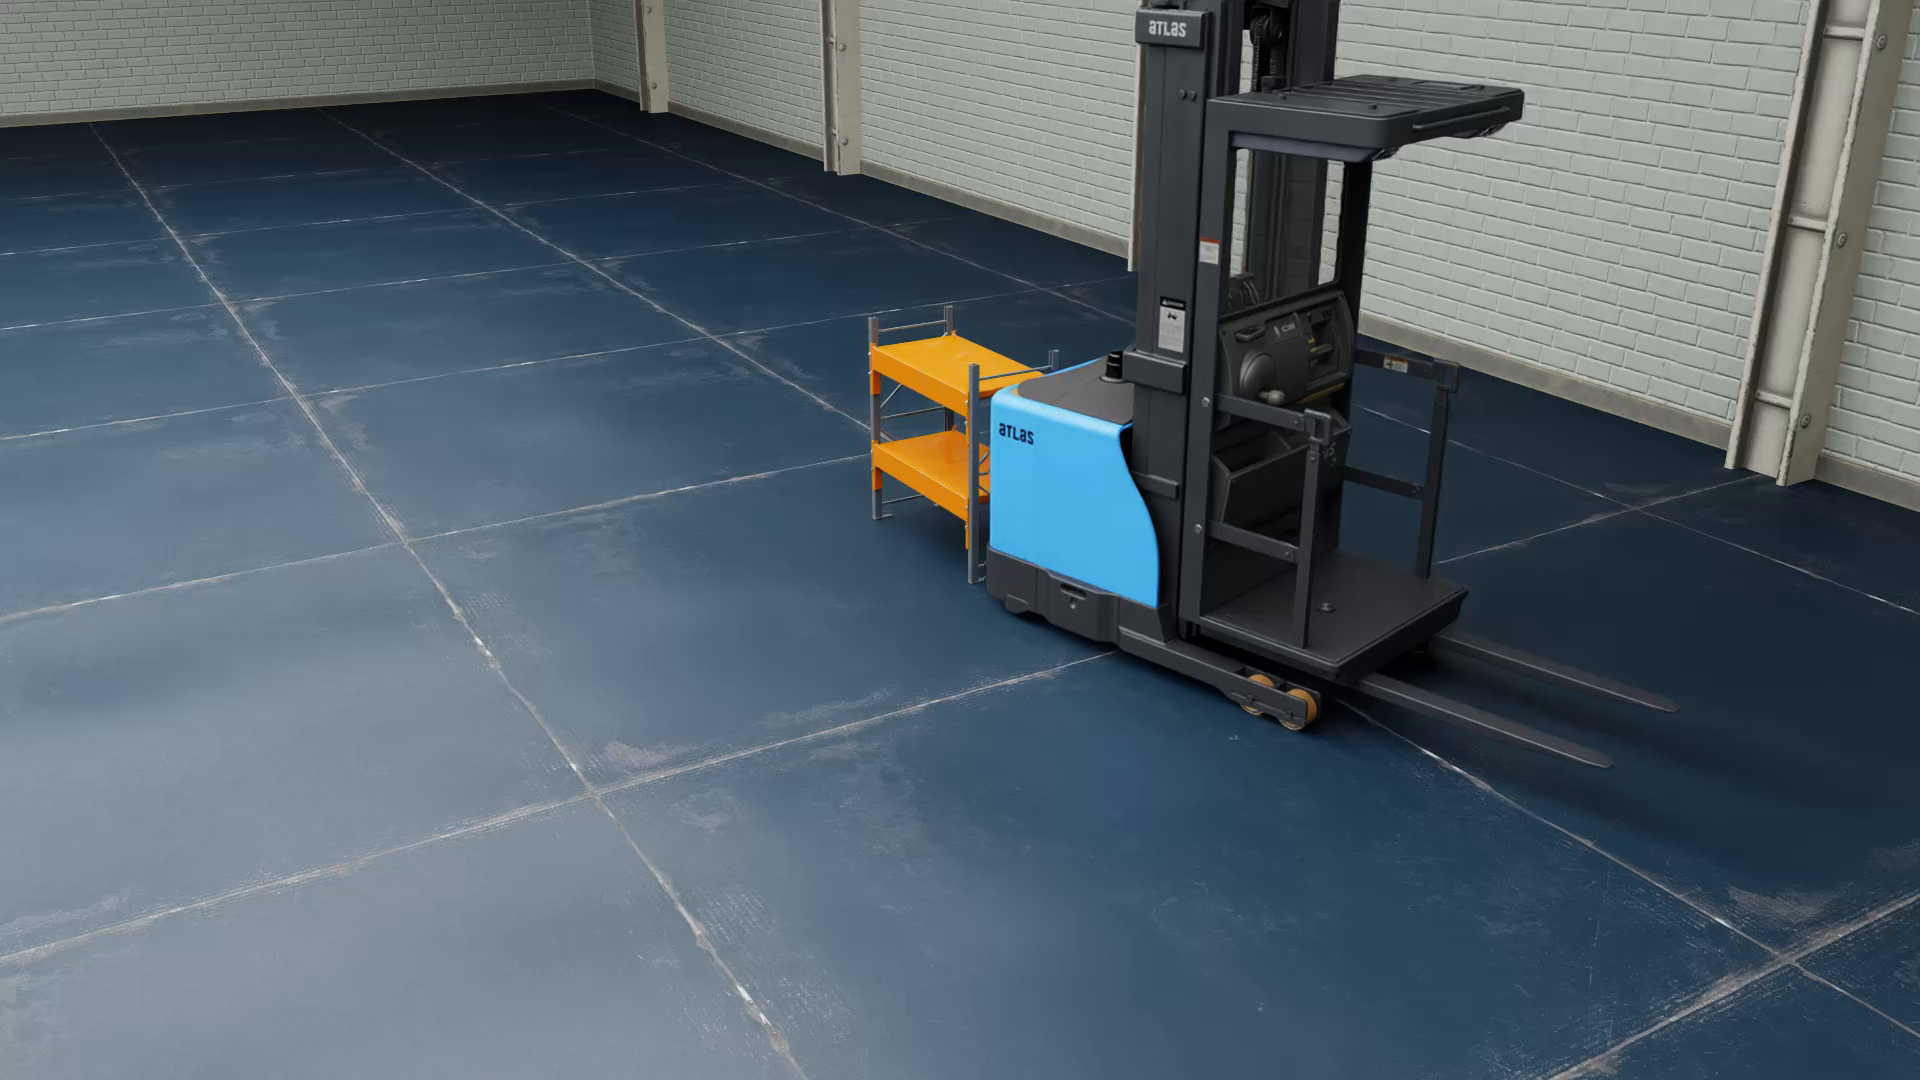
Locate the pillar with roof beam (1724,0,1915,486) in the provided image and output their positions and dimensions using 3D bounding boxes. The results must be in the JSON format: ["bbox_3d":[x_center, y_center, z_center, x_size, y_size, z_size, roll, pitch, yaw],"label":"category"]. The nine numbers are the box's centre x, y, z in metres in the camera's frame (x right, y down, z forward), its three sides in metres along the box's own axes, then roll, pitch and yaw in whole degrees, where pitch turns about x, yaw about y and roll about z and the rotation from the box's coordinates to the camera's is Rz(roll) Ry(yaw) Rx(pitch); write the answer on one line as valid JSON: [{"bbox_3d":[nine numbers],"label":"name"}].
[{"bbox_3d":[1.072,-3.742,6.067,9.100,9.000,0.400,-13,25,-28],"label":"pillar with roof beam"}]

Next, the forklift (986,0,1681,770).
[{"bbox_3d":[1.536,-0.793,6.870,3.031,2.935,1.130,20,29,40],"label":"forklift"}]

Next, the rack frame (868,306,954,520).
[{"bbox_3d":[-0.256,-0.683,8.999,0.500,1.125,0.032,-13,25,-28],"label":"rack frame"}]

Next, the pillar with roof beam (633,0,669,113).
[{"bbox_3d":[-8.123,-9.569,20.402,9.100,9.000,0.400,-13,25,-28],"label":"pillar with roof beam"}]

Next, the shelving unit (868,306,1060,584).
[{"bbox_3d":[0.003,-0.519,8.594,0.538,1.125,1.048,-13,25,-28],"label":"shelving unit"}]

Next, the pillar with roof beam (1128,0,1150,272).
[{"bbox_3d":[-1.993,-5.684,10.845,9.100,9.000,0.400,-13,25,-28],"label":"pillar with roof beam"}]

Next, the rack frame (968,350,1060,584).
[{"bbox_3d":[0.263,-0.354,8.189,0.500,1.125,0.032,-13,25,-28],"label":"rack frame"}]

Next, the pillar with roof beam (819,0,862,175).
[{"bbox_3d":[-5.058,-7.626,15.624,9.100,9.000,0.400,-13,25,-28],"label":"pillar with roof beam"}]

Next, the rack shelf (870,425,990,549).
[{"bbox_3d":[0.003,-0.292,8.686,0.538,0.278,1.000,-13,25,-28],"label":"rack shelf"}]

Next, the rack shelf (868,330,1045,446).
[{"bbox_3d":[0.003,-0.790,8.484,0.538,0.278,1.000,-13,25,-28],"label":"rack shelf"}]
